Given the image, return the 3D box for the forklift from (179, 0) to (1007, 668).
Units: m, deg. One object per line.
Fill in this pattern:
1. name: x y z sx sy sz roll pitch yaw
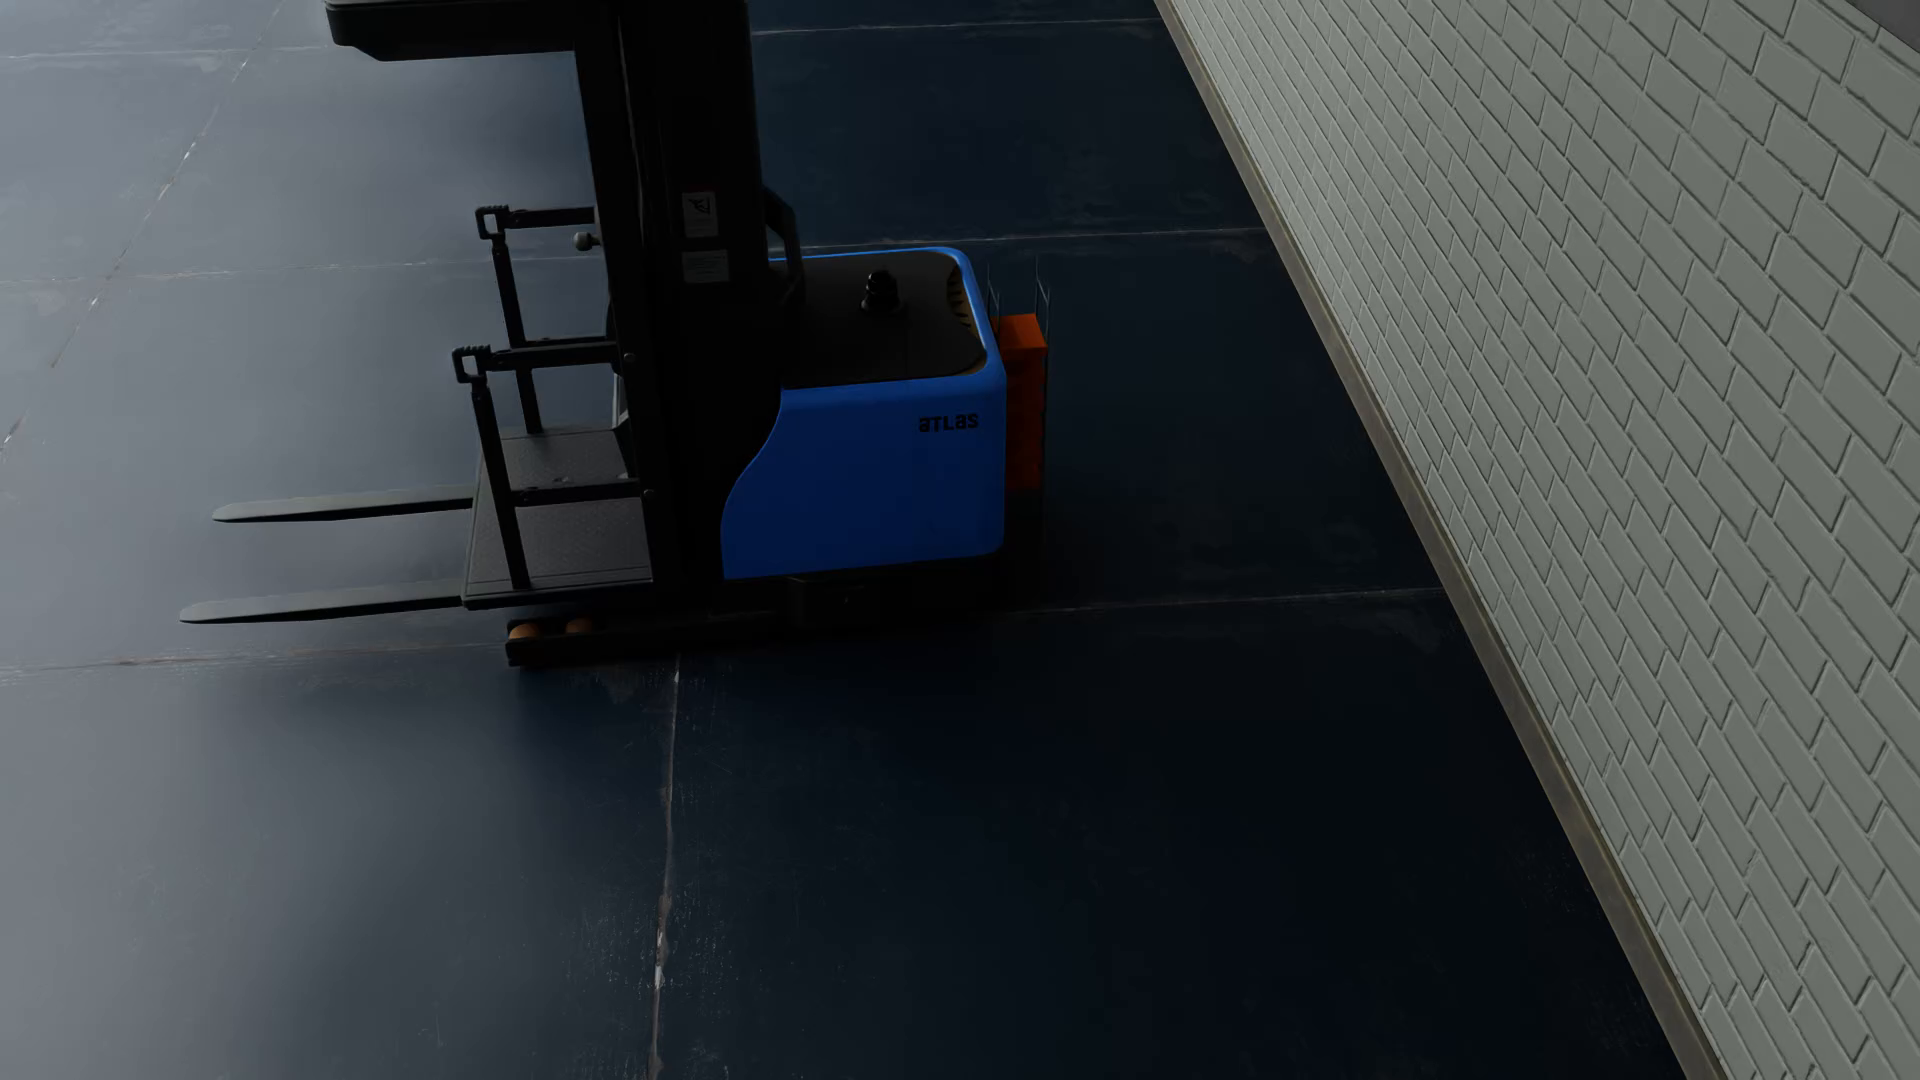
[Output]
1. forklift: -1.384 -1.030 5.690 3.031 2.935 1.130 -5 39 -7

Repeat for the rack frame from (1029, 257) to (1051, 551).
1. rack frame: 0.305 -0.501 6.417 0.006 1.200 0.240 -5 39 -7

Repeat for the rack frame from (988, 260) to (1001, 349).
1. rack frame: 0.124 -0.484 6.395 0.006 1.200 0.240 -5 39 -7

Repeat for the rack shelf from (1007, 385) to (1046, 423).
1. rack shelf: 0.215 -0.552 6.359 0.180 0.103 0.258 -5 39 -7

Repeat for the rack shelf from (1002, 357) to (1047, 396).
1. rack shelf: 0.215 -0.646 6.285 0.180 0.103 0.258 -5 39 -7

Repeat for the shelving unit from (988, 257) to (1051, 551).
1. shelving unit: 0.215 -0.493 6.406 0.189 1.200 0.258 -5 39 -7

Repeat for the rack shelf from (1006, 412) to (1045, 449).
1. rack shelf: 0.215 -0.458 6.433 0.180 0.103 0.258 -5 39 -7

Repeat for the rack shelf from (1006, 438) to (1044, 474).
1. rack shelf: 0.215 -0.364 6.508 0.180 0.103 0.258 -5 39 -7

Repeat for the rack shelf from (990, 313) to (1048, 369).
1. rack shelf: 0.215 -0.741 6.210 0.180 0.103 0.258 -5 39 -7

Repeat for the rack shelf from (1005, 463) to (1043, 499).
1. rack shelf: 0.215 -0.270 6.582 0.180 0.103 0.258 -5 39 -7
